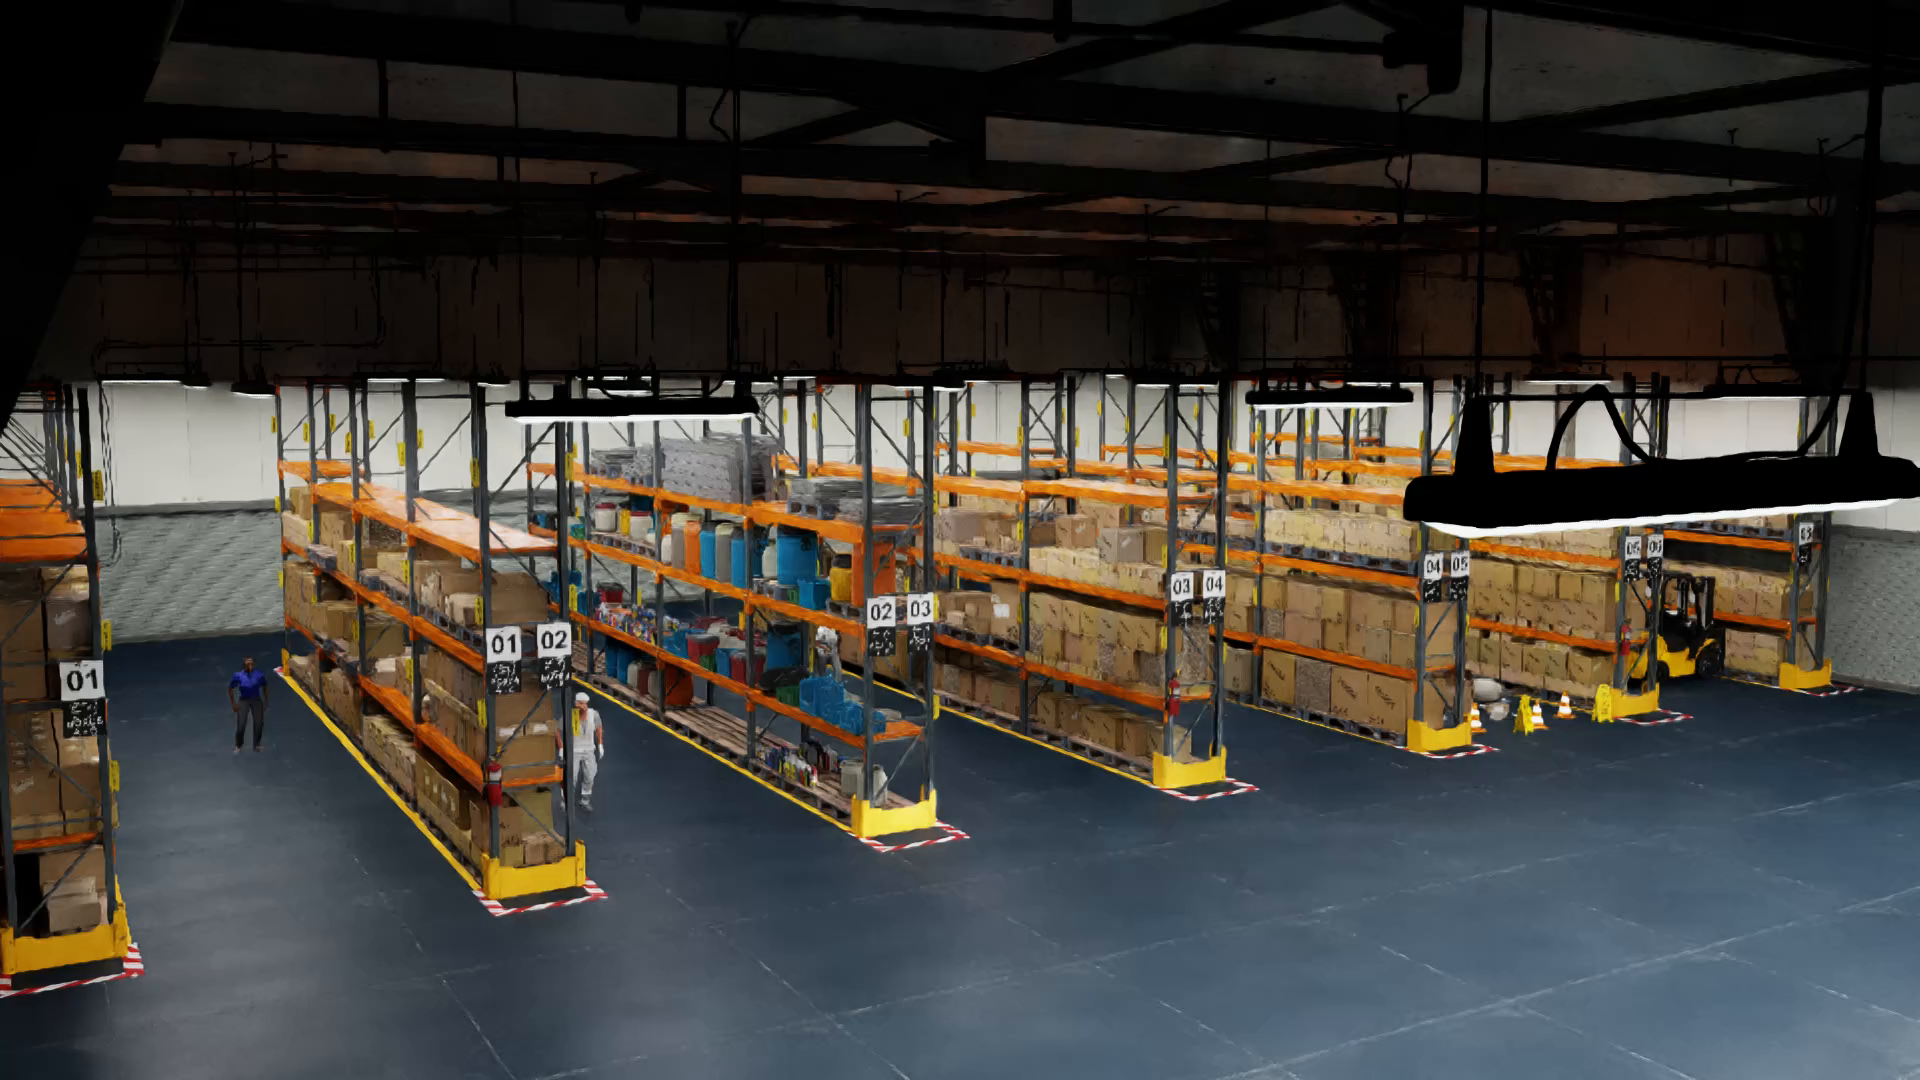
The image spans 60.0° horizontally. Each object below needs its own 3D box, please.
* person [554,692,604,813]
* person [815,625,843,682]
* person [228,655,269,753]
[{"bbox_3d":[-5.287,2.948,23.113,0.661,1.742,0.552,-4,7,-31],"label":"person"},{"bbox_3d":[-2.457,2.123,31.142,0.603,1.620,0.831,-3,7,-24],"label":"person"},{"bbox_3d":[-11.408,2.633,26.684,0.593,1.589,0.509,-4,7,-31],"label":"person"}]
